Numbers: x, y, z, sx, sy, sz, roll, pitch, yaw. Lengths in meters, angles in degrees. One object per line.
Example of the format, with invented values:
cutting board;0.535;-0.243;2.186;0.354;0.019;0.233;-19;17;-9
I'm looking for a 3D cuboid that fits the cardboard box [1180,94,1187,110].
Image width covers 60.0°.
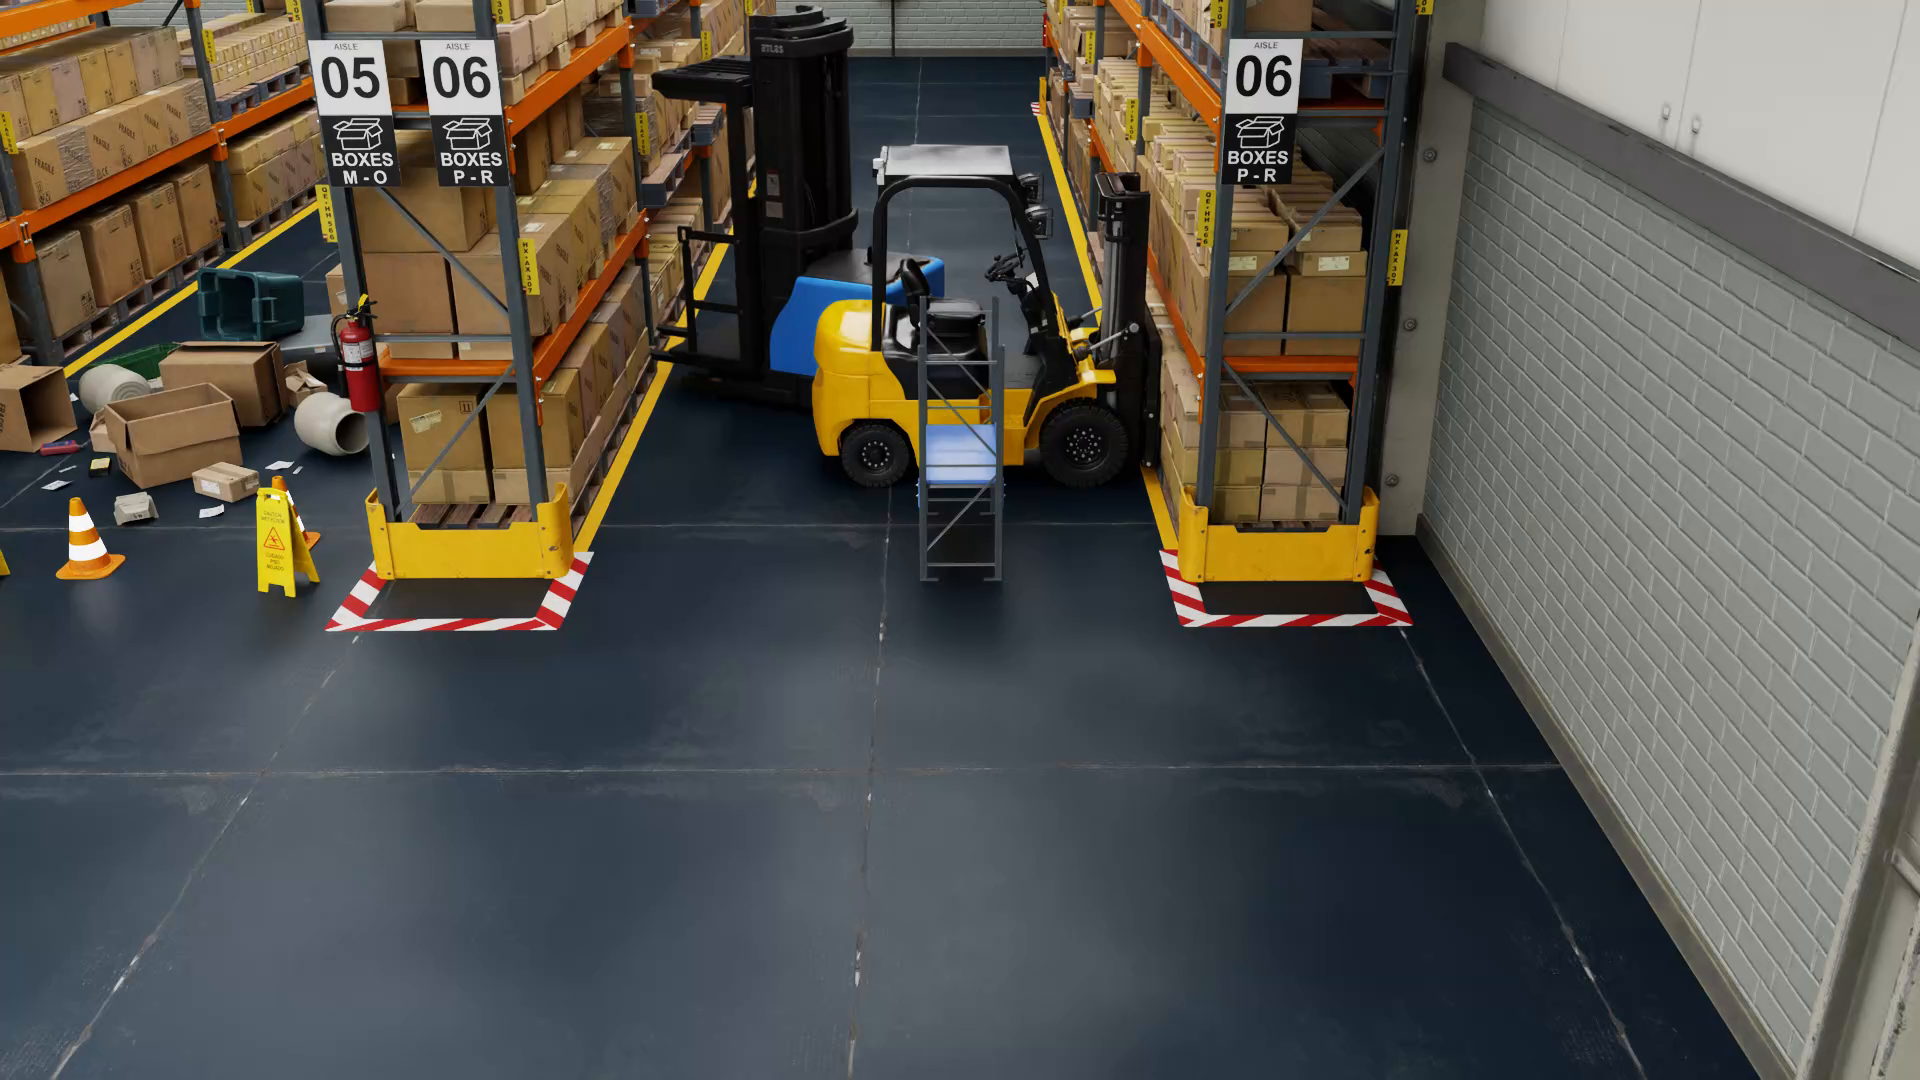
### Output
cardboard box;2.155;-3.852;14.718;0.380;0.149;0.250;0;24;-1

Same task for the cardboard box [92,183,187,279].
cardboard box;-8.121;-2.955;15.863;1.050;0.750;0.750;0;24;0

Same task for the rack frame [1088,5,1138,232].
rack frame;1.861;-4.488;17.032;1.000;3.000;0.127;0;24;-1

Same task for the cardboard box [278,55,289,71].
cardboard box;-7.874;-5.425;18.901;0.380;0.149;0.250;1;24;2

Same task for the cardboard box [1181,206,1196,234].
cardboard box;1.649;-2.098;10.841;0.380;0.149;0.250;-1;24;-2

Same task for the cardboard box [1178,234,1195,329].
cardboard box;1.684;-1.652;10.641;0.500;0.500;0.500;0;24;1

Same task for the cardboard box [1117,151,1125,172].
cardboard box;1.627;-3.185;14.333;0.500;0.250;0.500;0;24;-1

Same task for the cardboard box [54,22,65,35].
cardboard box;-12.757;-7.142;23.206;0.380;0.149;0.250;0;24;0

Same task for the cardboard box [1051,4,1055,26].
cardboard box;1.524;-7.246;22.953;0.500;0.250;0.500;-1;24;-2

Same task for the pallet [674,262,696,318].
pallet;-3.084;-2.370;15.733;1.003;0.211;1.213;0;24;-1

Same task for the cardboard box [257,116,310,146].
cardboard box;-7.821;-4.707;19.131;0.500;0.250;0.500;-1;24;-3

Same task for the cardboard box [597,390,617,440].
cardboard box;-2.763;-0.875;11.871;0.500;0.250;0.500;1;24;3

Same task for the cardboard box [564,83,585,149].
cardboard box;-3.270;-3.270;12.644;0.700;0.500;0.500;-1;24;-1

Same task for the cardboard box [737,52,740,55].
cardboard box;-2.884;-5.650;19.784;0.500;0.250;0.500;-1;24;-1

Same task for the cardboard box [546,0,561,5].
cardboard box;-2.722;-3.451;10.437;0.380;0.149;0.250;0;24;1

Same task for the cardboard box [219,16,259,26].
cardboard box;-8.541;-6.117;19.708;0.380;0.149;0.250;0;24;1

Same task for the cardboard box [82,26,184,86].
cardboard box;-8.056;-4.716;16.202;0.700;0.500;0.500;0;24;-1

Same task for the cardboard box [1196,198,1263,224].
cardboard box;1.670;-2.024;10.315;0.380;0.149;0.250;0;24;1

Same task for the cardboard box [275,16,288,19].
cardboard box;-7.891;-6.121;19.717;0.380;0.149;0.250;-1;24;-2

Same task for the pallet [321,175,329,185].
pallet;-8.084;-4.457;20.348;1.003;0.211;1.213;0;24;-1

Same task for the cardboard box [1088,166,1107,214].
cardboard box;1.642;-3.713;17.844;0.500;0.500;0.500;0;24;1

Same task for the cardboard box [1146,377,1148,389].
cardboard box;1.608;-1.182;11.944;0.500;0.250;0.500;0;24;-1

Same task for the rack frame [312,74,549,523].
rack frame;-3.015;-1.167;9.691;1.000;3.000;0.127;0;24;-1

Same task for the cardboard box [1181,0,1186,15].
cardboard box;1.821;-3.687;10.865;0.797;0.503;0.637;1;24;1

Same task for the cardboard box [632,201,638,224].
cardboard box;-2.750;-2.570;13.097;0.380;0.149;0.250;-1;24;-1

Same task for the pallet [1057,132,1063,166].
pallet;1.811;-5.148;21.877;1.003;0.211;1.213;0;24;-1

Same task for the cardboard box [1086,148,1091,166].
cardboard box;1.569;-4.150;18.023;0.380;0.149;0.250;-1;24;-3

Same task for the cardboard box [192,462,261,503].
cardboard box;-5.049;-0.399;11.452;0.380;0.149;0.250;13;27;27

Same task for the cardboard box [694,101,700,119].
cardboard box;-2.740;-4.193;16.176;0.380;0.149;0.250;0;24;-1

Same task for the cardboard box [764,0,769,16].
cardboard box;-2.913;-7.189;22.885;0.500;0.500;0.500;0;24;1

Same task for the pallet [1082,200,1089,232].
pallet;1.891;-3.525;18.287;1.003;0.211;1.213;0;24;-1

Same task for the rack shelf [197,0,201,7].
rack shelf;-8.072;-6.263;18.190;1.077;0.370;4.000;0;24;-1

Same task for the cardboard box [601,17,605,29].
cardboard box;-2.835;-3.835;12.253;0.380;0.149;0.250;0;24;0

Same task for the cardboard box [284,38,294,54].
cardboard box;-7.880;-5.667;19.074;0.380;0.149;0.250;-1;24;-3

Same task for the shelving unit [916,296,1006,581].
shelving unit;0.001;-0.648;10.363;0.538;1.500;1.048;0;24;-1

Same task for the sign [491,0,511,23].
sign;-2.472;-2.935;8.898;0.100;0.325;0.005;0;24;-1

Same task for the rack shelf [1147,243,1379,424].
rack shelf;1.927;-1.687;11.714;1.077;0.370;4.000;0;24;-1

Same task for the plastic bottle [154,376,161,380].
plastic bottle;-6.495;-1.306;13.563;0.133;0.061;0.283;-14;28;-28

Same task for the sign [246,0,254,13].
sign;-8.637;-6.437;20.292;0.100;0.325;0.005;0;24;-1

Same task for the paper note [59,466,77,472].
paper note;-6.363;-0.507;11.859;0.032;0.001;0.123;13;27;27

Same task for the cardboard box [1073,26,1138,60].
cardboard box;1.659;-5.398;18.410;0.797;0.503;0.637;-1;24;-2

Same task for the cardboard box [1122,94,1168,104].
cardboard box;1.636;-3.847;14.706;0.380;0.149;0.250;0;24;0

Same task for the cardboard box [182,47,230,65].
cardboard box;-7.867;-5.050;17.349;0.380;0.149;0.250;-1;24;-2

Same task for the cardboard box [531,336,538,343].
cardboard box;-2.828;-1.298;10.284;0.380;0.149;0.250;0;24;0

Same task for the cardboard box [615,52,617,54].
cardboard box;-3.316;-4.435;15.924;0.500;0.500;0.500;1;24;2

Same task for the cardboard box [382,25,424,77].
cardboard box;-3.290;-2.811;9.506;0.500;0.250;0.500;-1;24;-1

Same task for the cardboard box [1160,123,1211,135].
cardboard box;1.723;-3.076;12.642;0.380;0.149;0.250;0;24;0

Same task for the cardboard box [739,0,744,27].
cardboard box;-2.890;-6.430;19.993;0.500;0.500;0.500;1;24;1

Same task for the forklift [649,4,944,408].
forklift;-1.668;-2.644;13.040;3.031;2.935;1.130;11;26;23

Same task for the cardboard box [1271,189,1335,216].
cardboard box;2.185;-2.126;10.541;0.380;0.149;0.250;0;24;0

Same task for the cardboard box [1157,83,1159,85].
cardboard box;2.152;-4.252;16.088;0.500;0.250;0.500;0;24;0

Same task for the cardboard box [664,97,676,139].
cardboard box;-2.774;-3.793;14.504;0.500;0.500;0.500;0;24;-1

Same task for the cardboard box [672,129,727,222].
cardboard box;-3.026;-3.972;17.961;0.875;0.875;0.875;0;24;-1

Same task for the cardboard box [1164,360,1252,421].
cardboard box;1.620;-0.984;10.899;0.500;0.250;0.500;0;24;0

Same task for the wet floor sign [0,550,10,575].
wet floor sign;-5.983;-0.028;10.028;0.267;0.644;0.232;-4;25;-10
